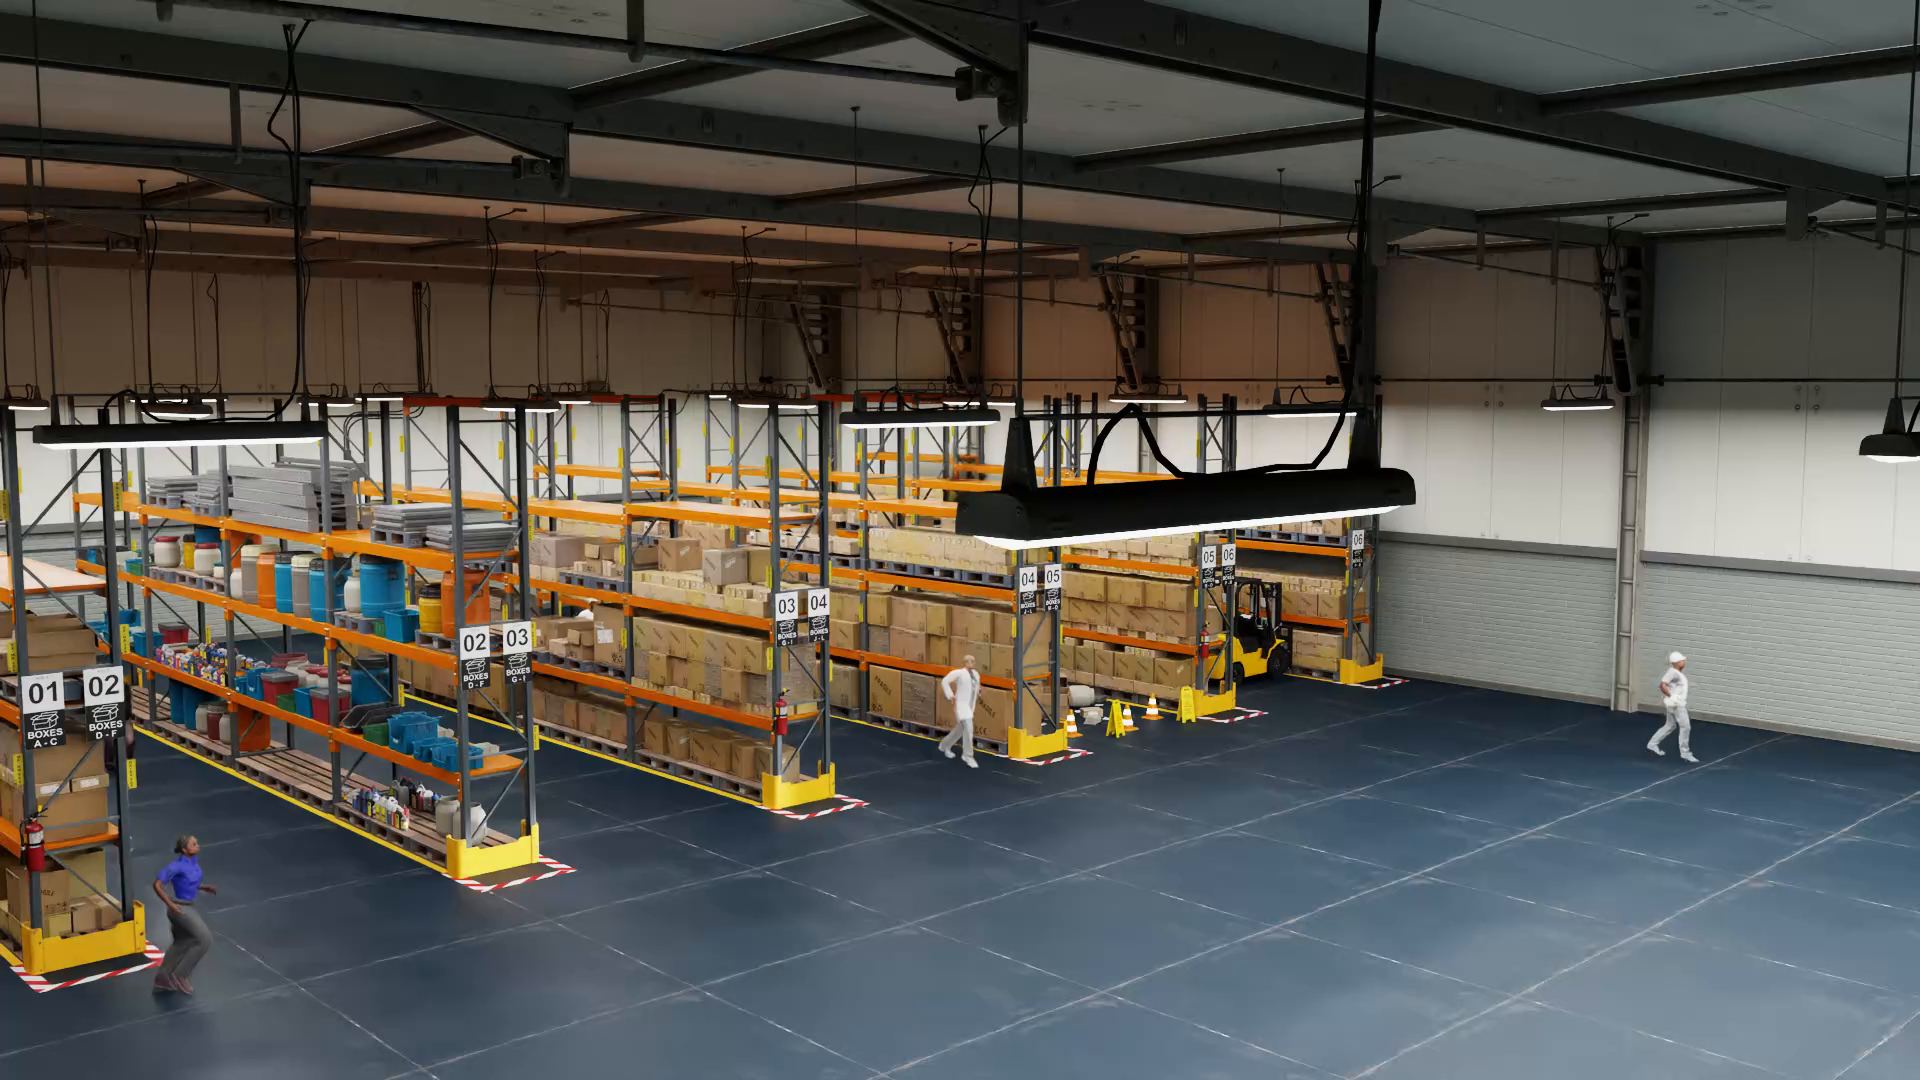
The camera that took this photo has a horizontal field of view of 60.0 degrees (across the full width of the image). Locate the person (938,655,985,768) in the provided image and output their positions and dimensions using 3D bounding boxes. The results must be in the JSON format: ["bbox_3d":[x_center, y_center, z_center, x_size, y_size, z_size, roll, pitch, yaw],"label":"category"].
[{"bbox_3d":[0.092,2.780,27.565,0.934,1.760,0.712,4,7,37],"label":"person"}]

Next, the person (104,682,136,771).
[{"bbox_3d":[-13.455,2.920,26.543,0.604,1.755,0.803,-5,8,-44],"label":"person"}]

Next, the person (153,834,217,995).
[{"bbox_3d":[-8.020,3.857,17.194,0.635,1.652,0.589,-1,6,-12],"label":"person"}]

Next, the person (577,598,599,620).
[{"bbox_3d":[-7.735,2.055,35.128,0.731,1.746,0.930,-4,7,-37],"label":"person"}]

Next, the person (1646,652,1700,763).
[{"bbox_3d":[11.881,2.763,27.638,0.817,1.818,0.668,2,6,19],"label":"person"}]
